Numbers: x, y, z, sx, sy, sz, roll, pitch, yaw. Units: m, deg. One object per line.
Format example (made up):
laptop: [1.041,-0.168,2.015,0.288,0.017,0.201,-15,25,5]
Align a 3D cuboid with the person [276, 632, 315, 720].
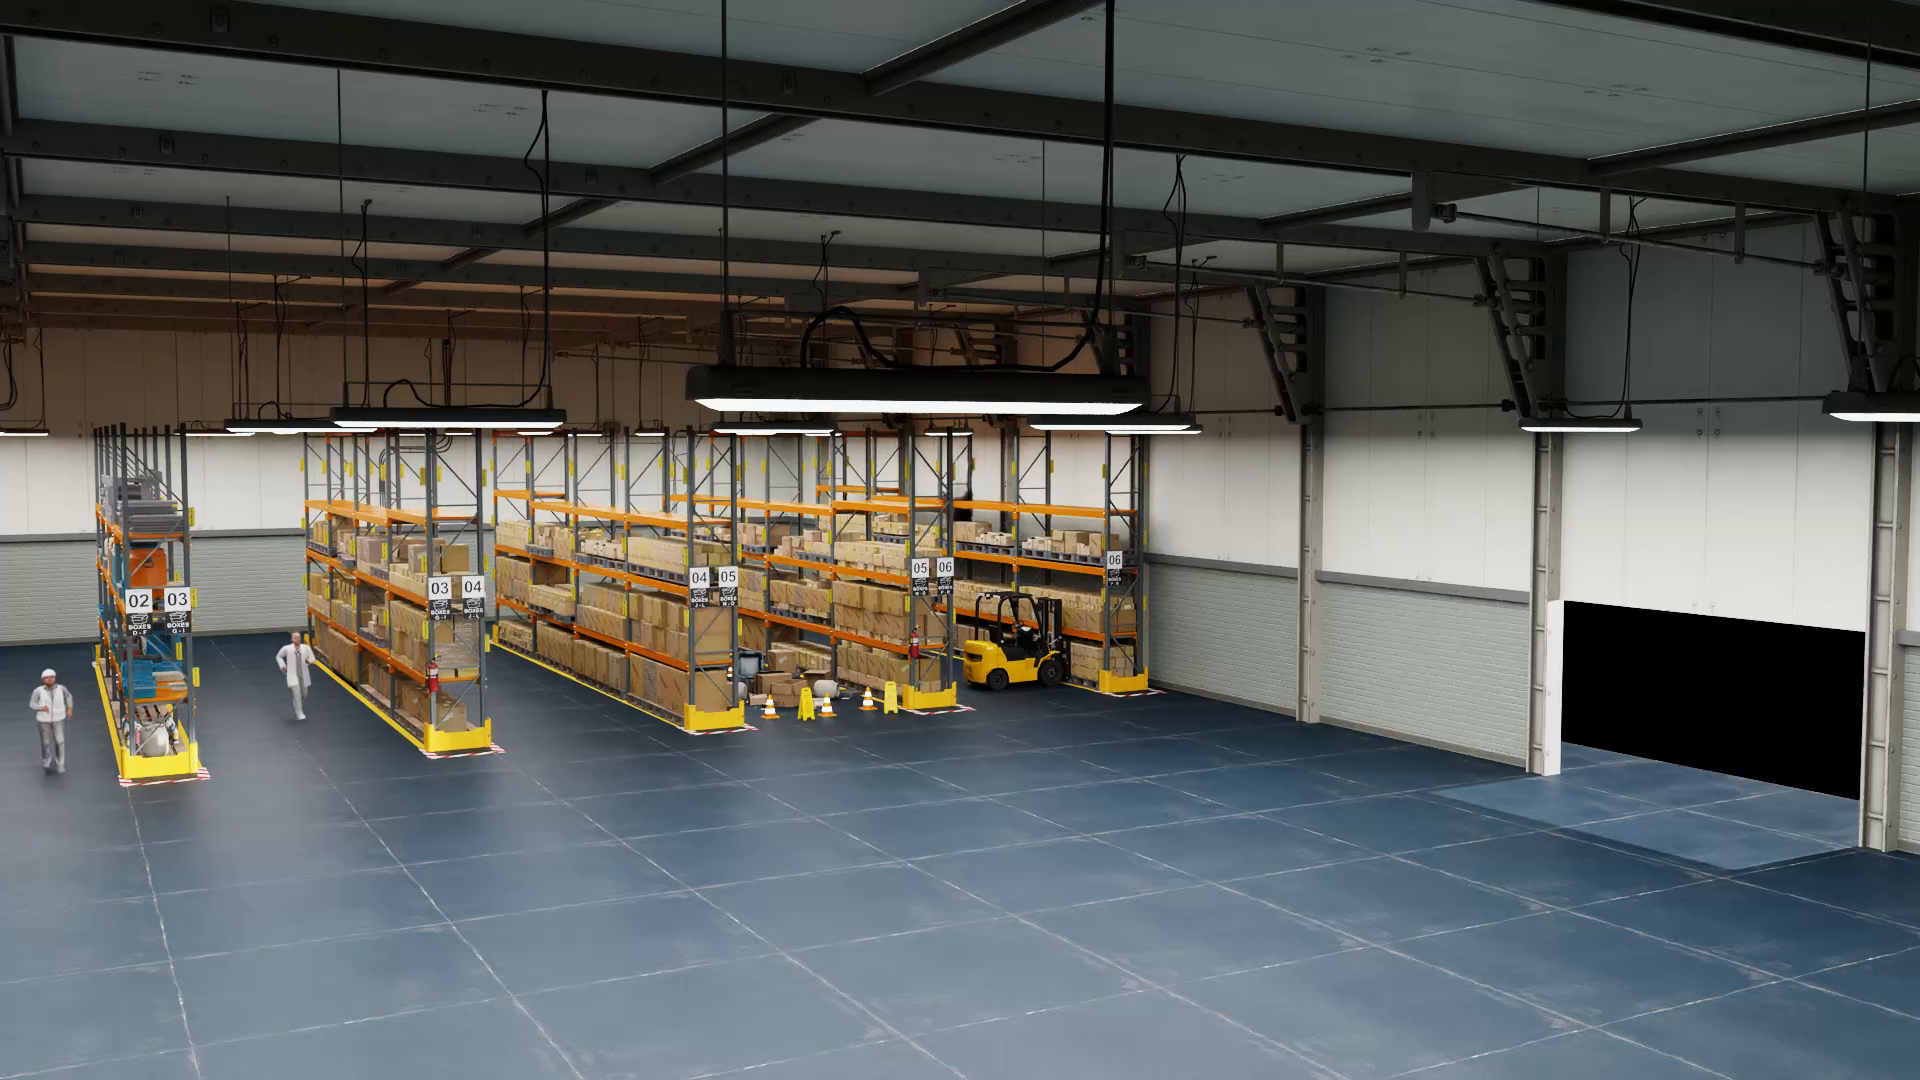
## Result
person: [-13.576,2.767,34.053,0.715,1.754,1.020,-3,4,-38]

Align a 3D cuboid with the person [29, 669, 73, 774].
person: [-15.587,3.128,28.540,0.675,1.850,0.748,-2,4,-33]
